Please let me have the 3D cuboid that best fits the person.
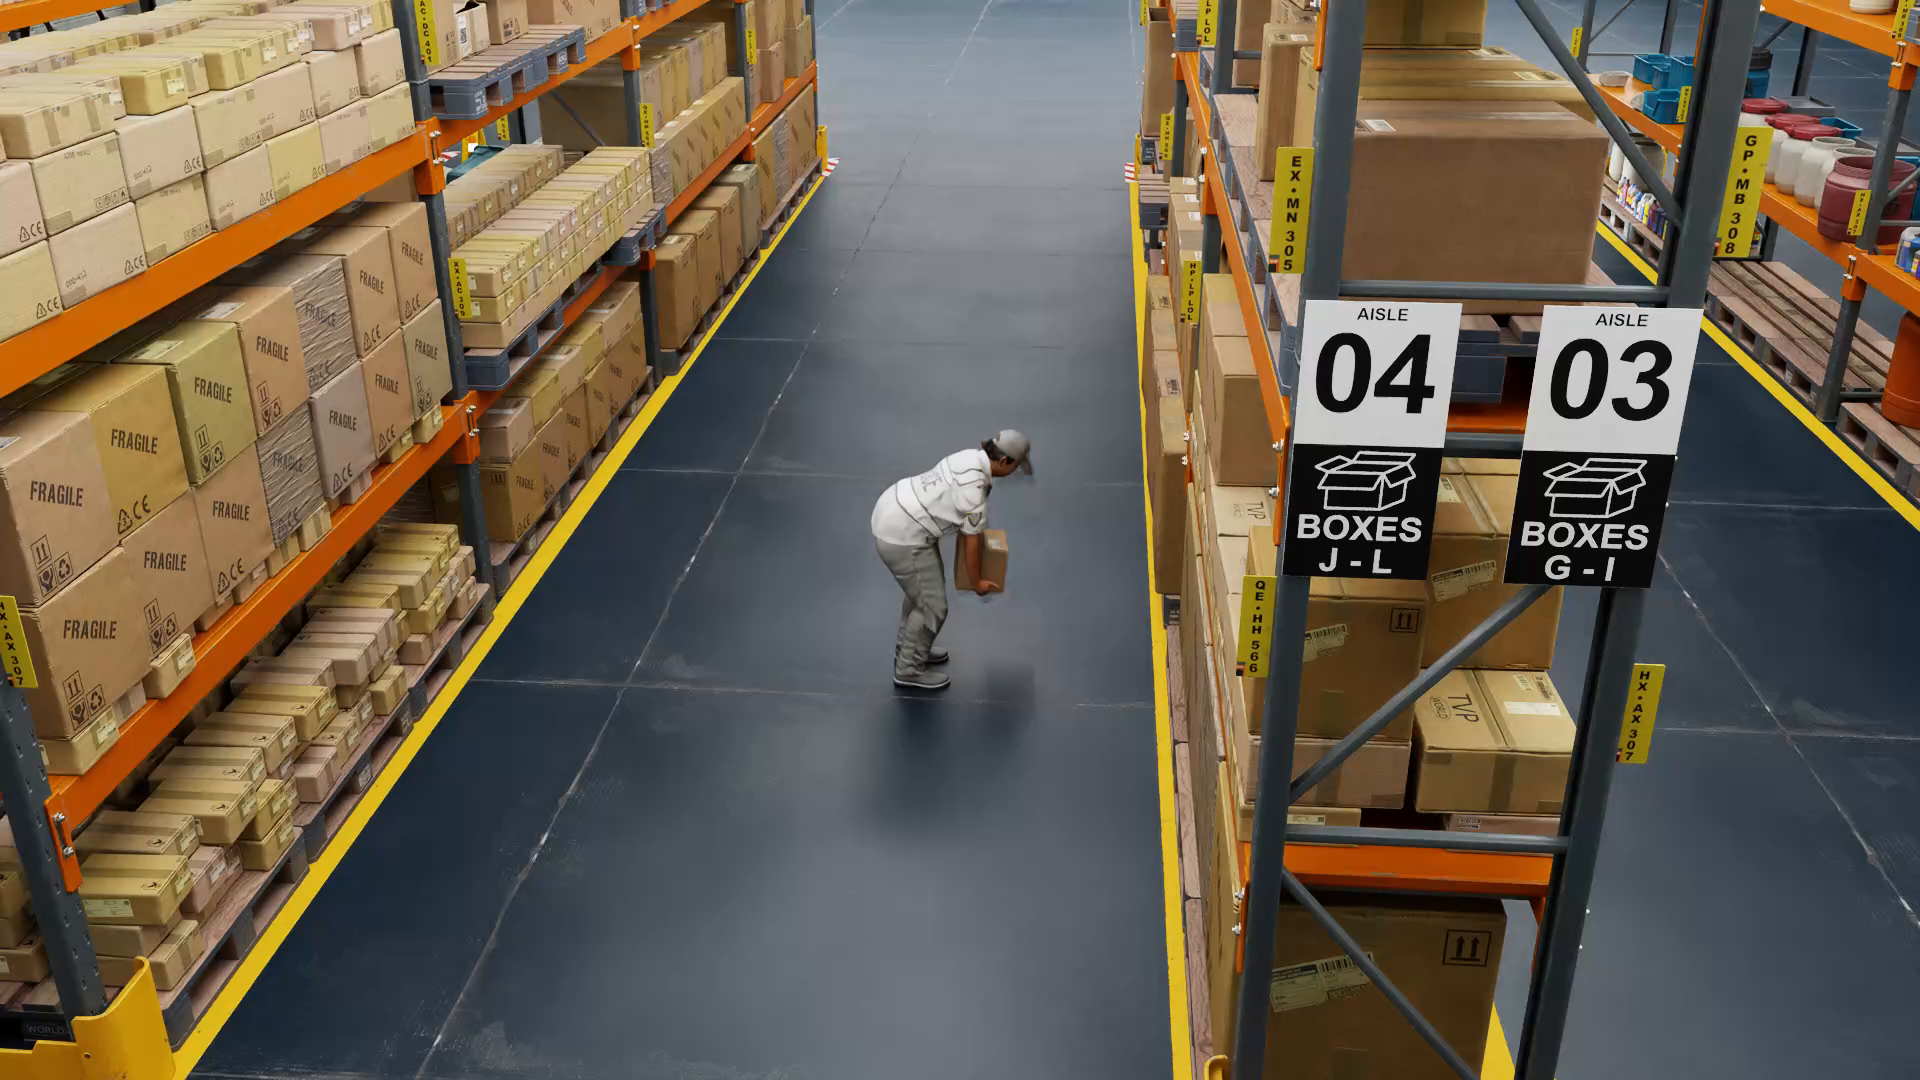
[{"bbox_3d":[-0.040,0.082,8.765,0.848,1.390,0.457,-1,25,-3],"label":"person"}]
